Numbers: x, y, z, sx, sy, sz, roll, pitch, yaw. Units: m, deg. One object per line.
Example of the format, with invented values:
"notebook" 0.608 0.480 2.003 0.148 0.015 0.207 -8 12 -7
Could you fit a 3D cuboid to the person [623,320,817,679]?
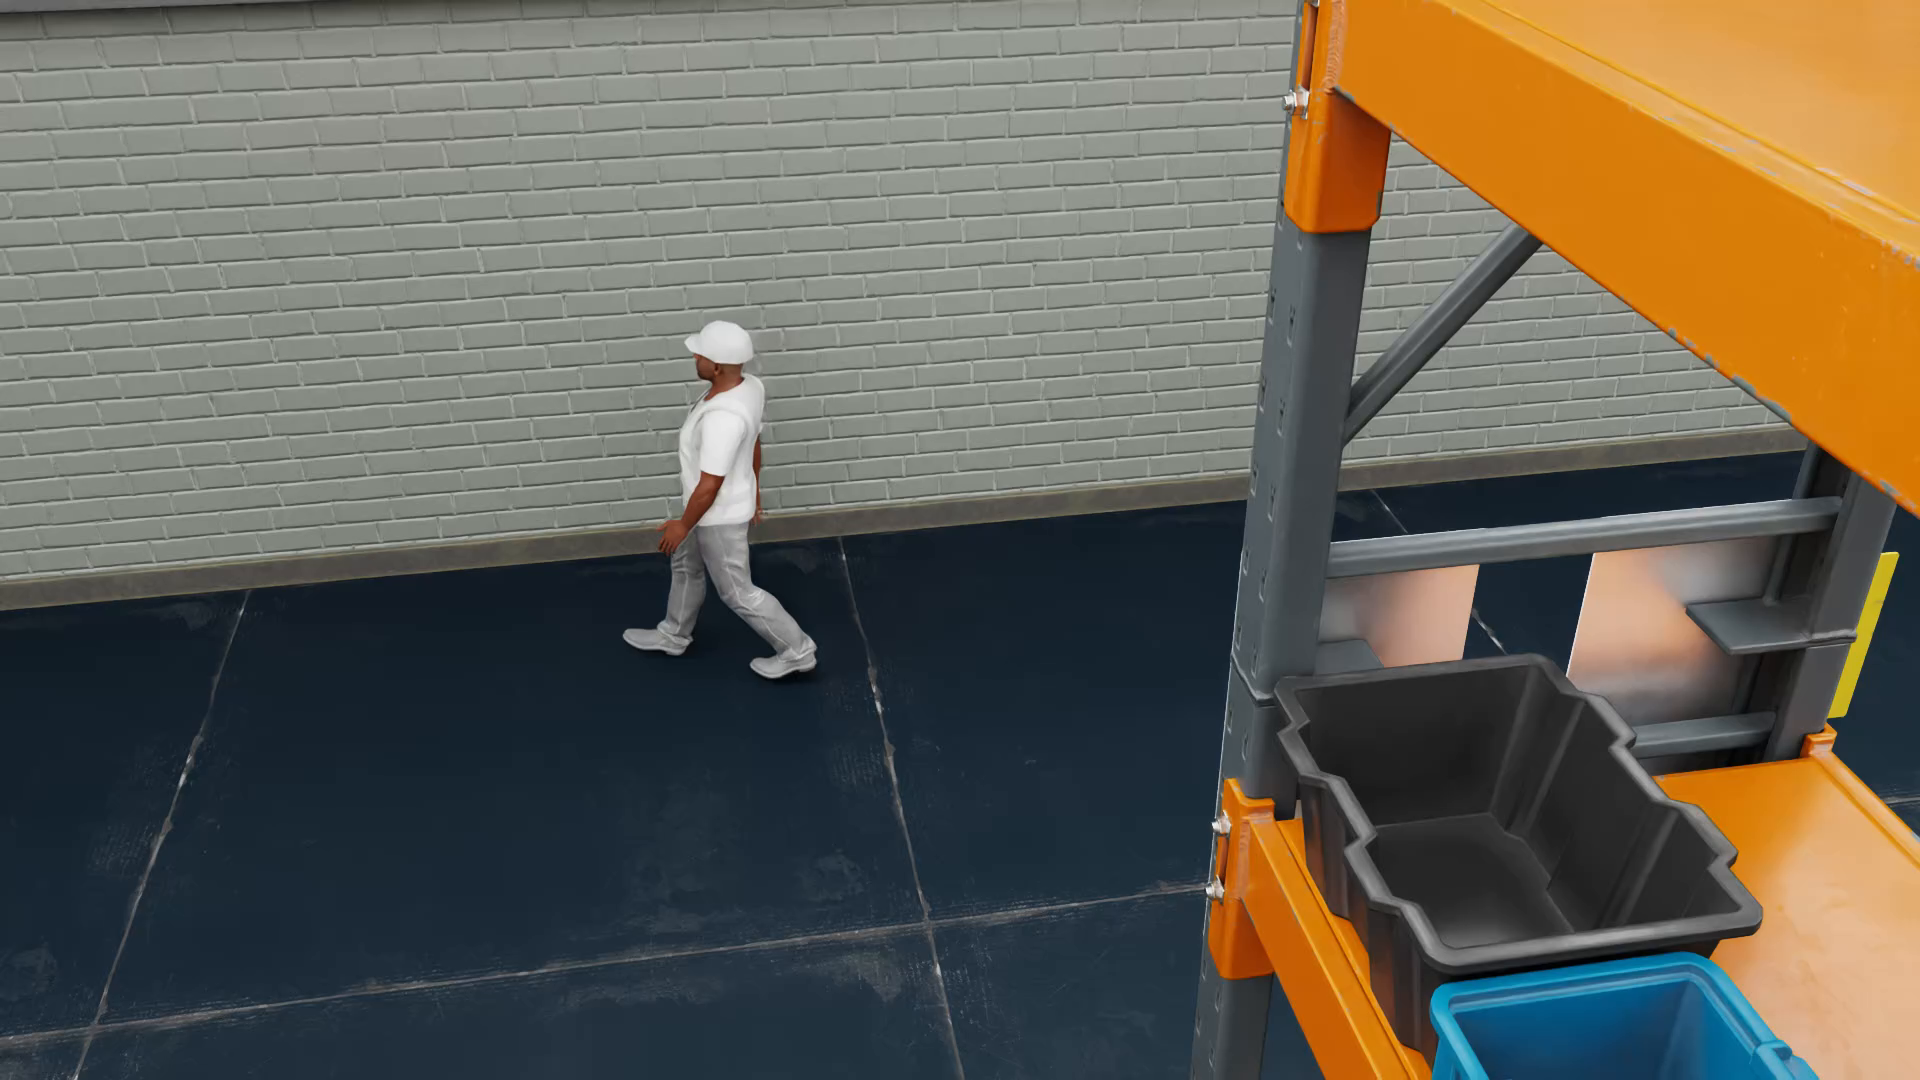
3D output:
"person" -1.130 -0.157 7.378 0.937 1.732 0.569 -1 31 -1
